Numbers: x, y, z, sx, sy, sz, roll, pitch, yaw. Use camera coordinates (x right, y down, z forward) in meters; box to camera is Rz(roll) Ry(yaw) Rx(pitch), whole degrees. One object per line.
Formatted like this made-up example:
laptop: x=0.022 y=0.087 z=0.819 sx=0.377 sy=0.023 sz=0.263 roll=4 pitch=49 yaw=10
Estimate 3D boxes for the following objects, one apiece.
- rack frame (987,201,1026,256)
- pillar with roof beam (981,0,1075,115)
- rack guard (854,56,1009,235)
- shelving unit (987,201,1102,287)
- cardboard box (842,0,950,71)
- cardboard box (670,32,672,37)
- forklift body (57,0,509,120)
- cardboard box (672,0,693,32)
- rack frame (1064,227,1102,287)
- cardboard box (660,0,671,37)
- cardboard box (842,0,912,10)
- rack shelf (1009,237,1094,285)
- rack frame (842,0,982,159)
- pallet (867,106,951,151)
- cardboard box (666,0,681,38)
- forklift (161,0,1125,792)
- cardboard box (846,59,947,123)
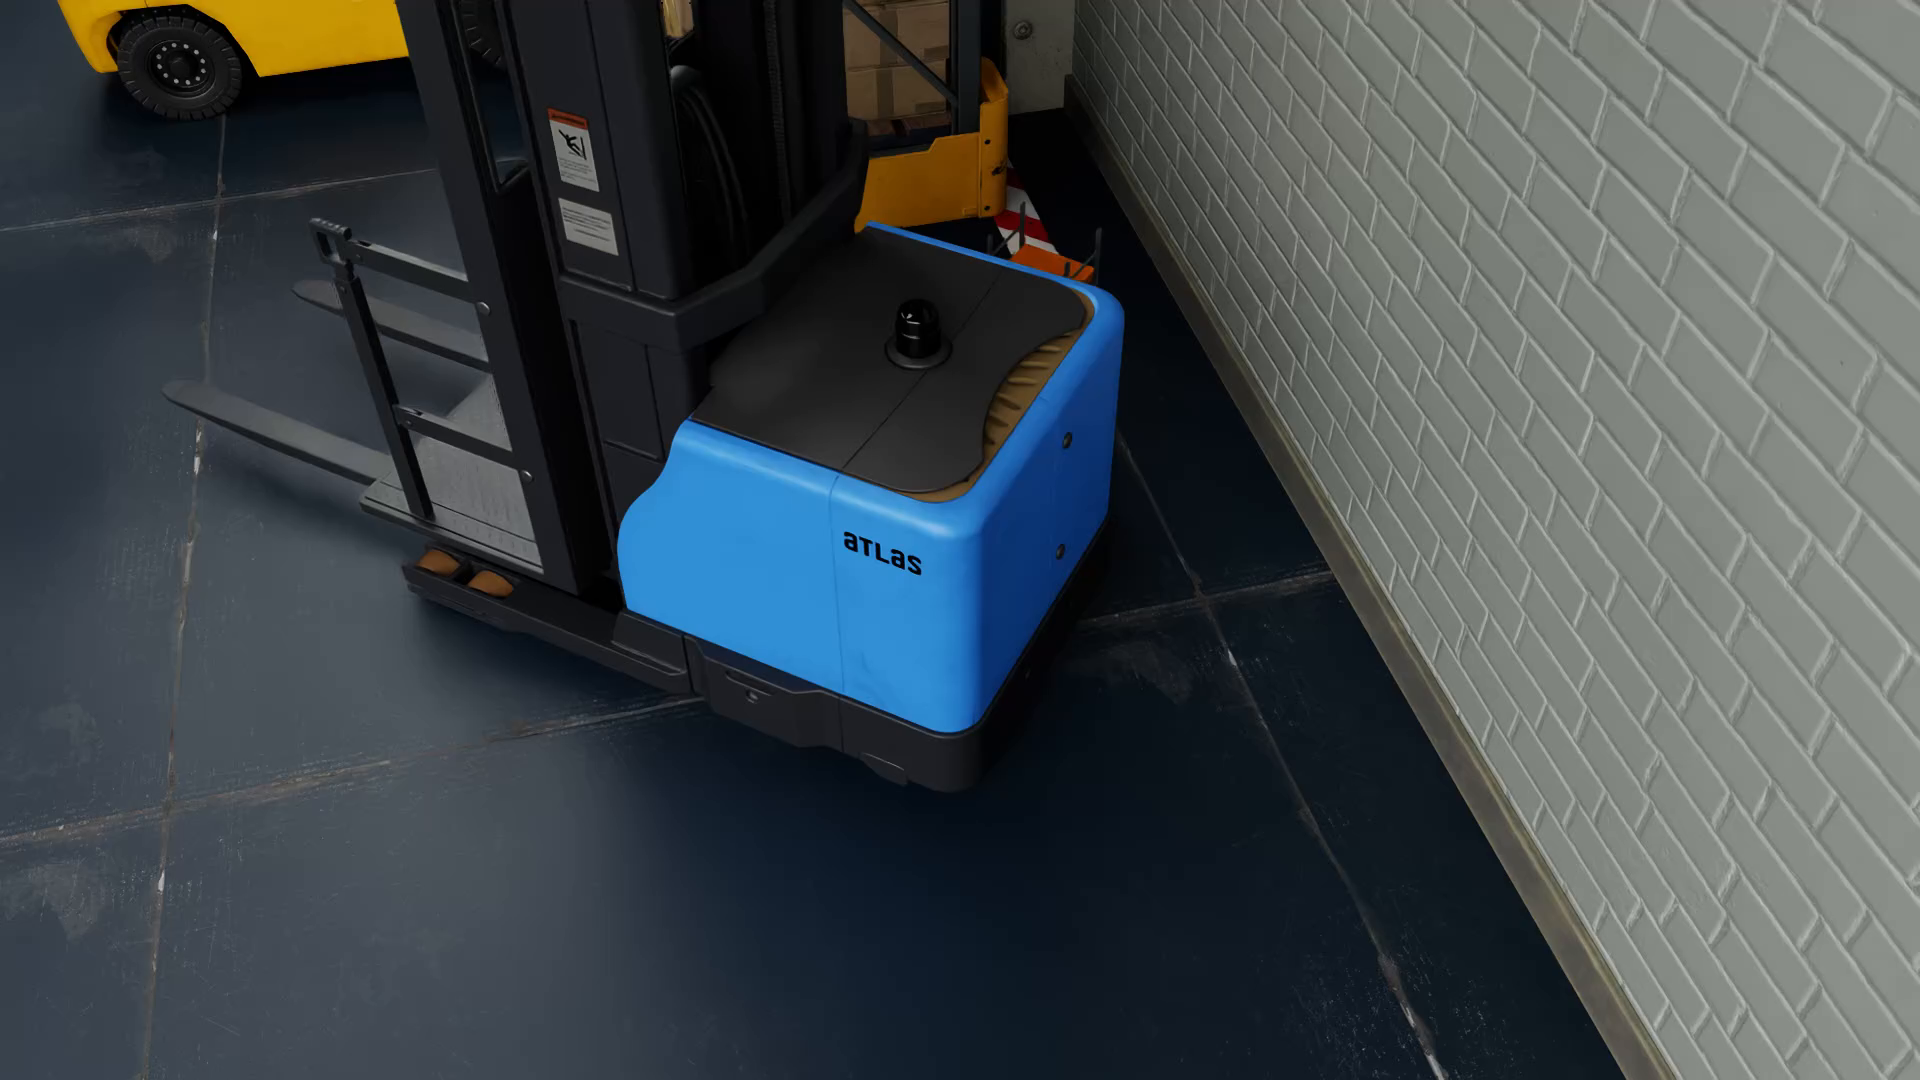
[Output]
rack frame: x=0.131 y=-0.533 z=5.037 sx=0.008 sy=1.050 sz=0.200 roll=24 pitch=50 yaw=21
pillar with roof beam: x=-3.888 y=-4.314 z=3.177 sx=9.100 sy=9.000 sz=0.400 roll=-11 pitch=47 yaw=-10
rack guard: x=-0.413 y=-1.464 z=6.335 sx=1.175 sy=0.500 sz=0.348 roll=-11 pitch=47 yaw=-10
shelving unit: x=0.236 y=-0.487 z=4.992 sx=0.252 sy=1.050 sz=0.215 roll=24 pitch=50 yaw=21
cardboard box: x=-0.339 y=-2.078 z=6.467 sx=0.500 sy=0.250 sz=0.500 roll=-10 pitch=46 yaw=-10
cardboard box: x=-0.845 y=-1.807 z=6.551 sx=0.500 sy=0.250 sz=0.500 roll=-10 pitch=46 yaw=-10
forklift body: x=-2.668 y=-3.034 z=6.717 sx=2.313 sy=2.155 sz=1.214 roll=-11 pitch=47 yaw=-10
cardboard box: x=-0.838 y=-2.151 z=6.189 sx=0.500 sy=0.250 sz=0.500 roll=-9 pitch=46 yaw=-9
rack frame: x=0.340 y=-0.442 z=4.948 sx=0.008 sy=1.050 sz=0.200 roll=24 pitch=50 yaw=21
cardboard box: x=-0.963 y=-2.152 z=6.890 sx=0.500 sy=0.250 sz=0.500 roll=-11 pitch=47 yaw=-10
cardboard box: x=-0.359 y=-2.256 z=6.292 sx=0.500 sy=0.250 sz=0.500 roll=-11 pitch=47 yaw=-11
rack shelf: x=0.236 y=-0.679 z=4.797 sx=0.240 sy=0.259 sz=0.215 roll=24 pitch=50 yaw=21
rack frame: x=-0.419 y=-2.355 z=5.458 sx=1.000 sy=3.000 sz=0.127 roll=-11 pitch=47 yaw=-10
pallet: x=-0.655 y=-1.900 z=6.964 sx=1.003 sy=0.211 sz=1.213 roll=-11 pitch=47 yaw=-10
cardboard box: x=-0.846 y=-1.994 z=6.385 sx=0.500 sy=0.250 sz=0.500 roll=-11 pitch=47 yaw=-11
forklift: x=-1.103 y=-1.087 z=4.263 sx=3.031 sy=2.935 sz=1.130 roll=20 pitch=49 yaw=18
cardboard box: x=-0.356 y=-1.915 z=6.658 sx=0.500 sy=0.250 sz=0.500 roll=-11 pitch=47 yaw=-10
